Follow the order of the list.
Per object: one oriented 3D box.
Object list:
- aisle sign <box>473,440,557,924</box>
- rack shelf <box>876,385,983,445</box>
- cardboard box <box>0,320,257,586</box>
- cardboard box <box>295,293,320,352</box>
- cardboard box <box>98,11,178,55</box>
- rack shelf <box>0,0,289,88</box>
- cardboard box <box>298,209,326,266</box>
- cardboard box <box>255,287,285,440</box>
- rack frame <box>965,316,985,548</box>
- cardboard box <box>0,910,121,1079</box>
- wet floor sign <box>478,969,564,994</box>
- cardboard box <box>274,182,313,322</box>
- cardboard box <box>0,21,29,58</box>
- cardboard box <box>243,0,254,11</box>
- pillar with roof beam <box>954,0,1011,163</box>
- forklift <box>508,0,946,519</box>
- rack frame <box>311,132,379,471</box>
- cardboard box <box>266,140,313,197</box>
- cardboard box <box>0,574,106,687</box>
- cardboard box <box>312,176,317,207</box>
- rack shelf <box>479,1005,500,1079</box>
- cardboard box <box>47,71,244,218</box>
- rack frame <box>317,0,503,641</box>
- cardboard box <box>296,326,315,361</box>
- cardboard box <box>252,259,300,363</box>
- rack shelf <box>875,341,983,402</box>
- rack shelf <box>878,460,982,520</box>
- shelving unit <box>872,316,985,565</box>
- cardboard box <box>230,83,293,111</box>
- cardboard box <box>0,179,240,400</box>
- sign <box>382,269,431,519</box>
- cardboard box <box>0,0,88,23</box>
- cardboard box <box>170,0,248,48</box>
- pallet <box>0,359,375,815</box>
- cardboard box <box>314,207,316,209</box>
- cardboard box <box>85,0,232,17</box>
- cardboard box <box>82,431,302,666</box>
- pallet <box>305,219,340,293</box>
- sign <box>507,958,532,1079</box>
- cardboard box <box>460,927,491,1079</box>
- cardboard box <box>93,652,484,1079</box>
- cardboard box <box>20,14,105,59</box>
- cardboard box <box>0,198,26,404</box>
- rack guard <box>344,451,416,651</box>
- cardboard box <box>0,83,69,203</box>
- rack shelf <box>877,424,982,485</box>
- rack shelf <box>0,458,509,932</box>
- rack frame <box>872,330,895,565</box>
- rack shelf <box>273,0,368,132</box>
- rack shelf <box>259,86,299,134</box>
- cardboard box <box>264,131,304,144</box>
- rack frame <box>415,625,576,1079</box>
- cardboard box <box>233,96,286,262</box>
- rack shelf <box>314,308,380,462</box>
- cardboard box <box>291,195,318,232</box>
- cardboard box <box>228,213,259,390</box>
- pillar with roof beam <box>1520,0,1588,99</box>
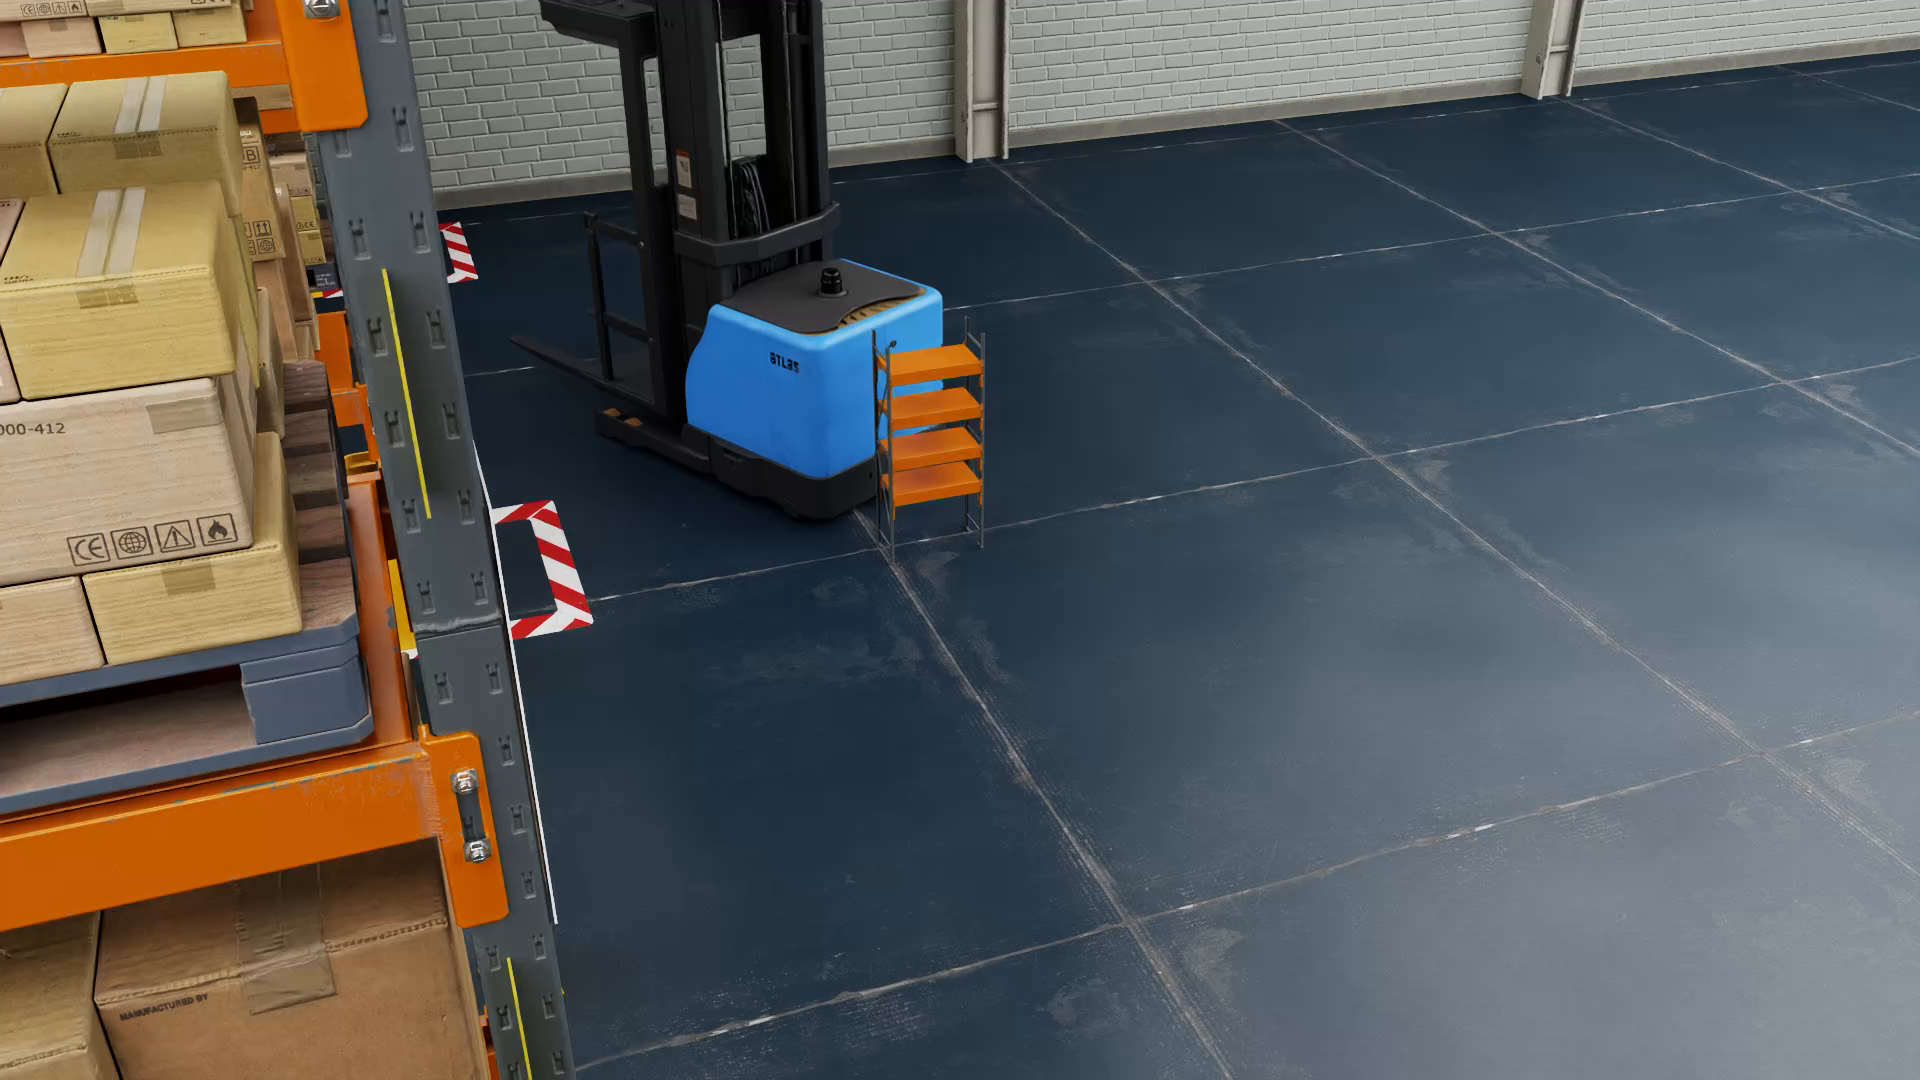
[{"bbox_3d":[-0.741,0.205,2.734,0.004,0.787,0.394,-10,31,-18],"label":"aisle sign"},{"bbox_3d":[-0.155,-0.629,8.325,0.480,0.148,0.258,-10,31,-18],"label":"rack shelf"},{"bbox_3d":[-1.273,-0.171,2.316,0.500,0.250,0.500,-10,31,-17],"label":"cardboard box"},{"bbox_3d":[-3.123,-1.000,7.728,0.250,0.149,0.380,-10,31,-17],"label":"cardboard box"},{"bbox_3d":[-3.191,-2.016,6.482,0.250,0.149,0.380,-10,31,-17],"label":"cardboard box"},{"bbox_3d":[-4.607,-1.717,6.430,4.000,0.370,1.077,-10,31,-18],"label":"rack shelf"},{"bbox_3d":[-4.797,-2.134,11.818,0.500,0.250,0.500,-10,31,-17],"label":"cardboard box"},{"bbox_3d":[-1.345,-0.302,2.948,0.250,0.149,0.380,-10,31,-17],"label":"cardboard box"},{"bbox_3d":[0.074,-0.535,8.477,0.015,1.200,0.240,-10,31,-18],"label":"rack frame"},{"bbox_3d":[-1.756,0.857,2.973,0.550,0.550,0.875,-10,31,-18],"label":"cardboard box"},{"bbox_3d":[-1.575,1.307,5.804,0.232,0.644,0.267,-16,33,-26],"label":"wet floor sign"},{"bbox_3d":[-3.273,-1.291,7.584,0.500,0.500,0.500,-11,31,-18],"label":"cardboard box"},{"bbox_3d":[-3.713,-1.973,6.407,0.250,0.149,0.380,-10,31,-17],"label":"cardboard box"},{"bbox_3d":[-3.157,-2.359,7.084,0.250,0.149,0.380,-10,31,-18],"label":"cardboard box"},{"bbox_3d":[1.691,-5.317,8.991,0.400,9.000,9.100,-10,31,-18],"label":"pillar with roof beam"},{"bbox_3d":[-1.515,-1.990,9.282,3.031,2.935,1.130,24,37,35],"label":"forklift"},{"bbox_3d":[-2.733,-1.071,7.600,0.127,3.000,1.000,-10,31,-18],"label":"rack frame"},{"bbox_3d":[-4.790,-2.572,11.577,0.500,0.250,0.500,-9,31,-16],"label":"cardboard box"},{"bbox_3d":[-1.342,0.045,2.338,0.250,0.149,0.380,-10,31,-17],"label":"cardboard box"},{"bbox_3d":[-4.980,-2.594,12.121,0.500,0.250,0.500,-10,31,-17],"label":"cardboard box"},{"bbox_3d":[-2.786,1.866,3.172,4.000,0.370,1.077,-10,31,-18],"label":"rack shelf"},{"bbox_3d":[-1.336,-0.649,2.751,0.250,0.149,0.380,-10,31,-17],"label":"cardboard box"},{"bbox_3d":[-0.912,-1.399,2.115,0.127,3.000,1.000,-10,31,-18],"label":"rack frame"},{"bbox_3d":[-3.008,-0.798,7.375,0.250,0.149,0.380,-9,31,-16],"label":"cardboard box"},{"bbox_3d":[-3.145,-1.023,7.113,0.500,0.500,0.500,-11,31,-19],"label":"cardboard box"},{"bbox_3d":[-0.155,-0.834,8.208,0.480,0.148,0.258,-10,31,-18],"label":"rack shelf"},{"bbox_3d":[-0.155,-0.262,8.534,0.480,0.148,0.258,-10,31,-18],"label":"rack shelf"},{"bbox_3d":[-0.155,-0.493,8.403,0.503,1.200,0.258,-10,31,-18],"label":"shelving unit"},{"bbox_3d":[-4.837,-3.210,11.254,0.500,0.500,0.500,-11,32,-19],"label":"cardboard box"},{"bbox_3d":[-1.109,-0.343,2.215,0.250,0.149,0.380,-10,31,-17],"label":"cardboard box"},{"bbox_3d":[-0.736,-0.192,2.212,0.005,0.325,0.100,-10,31,-18],"label":"sign"},{"bbox_3d":[-3.595,-2.145,6.306,0.500,0.250,0.500,-11,31,-18],"label":"cardboard box"},{"bbox_3d":[-2.969,-2.074,6.584,0.250,0.149,0.380,-10,31,-17],"label":"cardboard box"},{"bbox_3d":[-1.603,0.076,2.646,1.213,0.211,1.003,-10,31,-18],"label":"pallet"},{"bbox_3d":[-4.995,-2.367,12.228,0.500,0.250,0.500,-10,31,-17],"label":"cardboard box"},{"bbox_3d":[-3.118,-2.225,6.447,0.500,0.250,0.500,-11,31,-18],"label":"cardboard box"},{"bbox_3d":[-1.105,0.002,2.414,0.250,0.149,0.380,-11,31,-18],"label":"cardboard box"},{"bbox_3d":[-5.169,-2.011,12.066,1.213,0.211,1.003,-10,31,-18],"label":"pallet"},{"bbox_3d":[-0.736,0.856,2.809,0.005,0.325,0.100,-10,31,-18],"label":"sign"},{"bbox_3d":[-1.244,1.228,3.413,0.550,0.550,0.875,-10,31,-18],"label":"cardboard box"},{"bbox_3d":[-1.273,0.720,3.215,0.550,0.550,0.875,-10,31,-18],"label":"cardboard box"},{"bbox_3d":[-3.452,-1.986,6.429,0.250,0.149,0.380,-9,31,-16],"label":"cardboard box"},{"bbox_3d":[-1.344,-0.301,2.141,0.250,0.149,0.380,-10,31,-17],"label":"cardboard box"},{"bbox_3d":[-2.804,0.028,8.196,0.348,0.500,1.175,-10,31,-18],"label":"rack guard"},{"bbox_3d":[-1.571,-0.606,2.676,0.250,0.149,0.380,-10,31,-17],"label":"cardboard box"},{"bbox_3d":[-0.155,-0.434,8.436,0.480,0.148,0.258,-10,31,-18],"label":"rack shelf"},{"bbox_3d":[-2.786,0.562,2.429,4.000,0.370,1.077,-10,31,-18],"label":"rack shelf"},{"bbox_3d":[-0.384,-0.451,8.329,0.015,1.200,0.240,-10,31,-18],"label":"rack frame"},{"bbox_3d":[-2.786,-0.567,1.786,4.000,0.370,1.077,-10,31,-18],"label":"rack shelf"},{"bbox_3d":[-6.341,-2.716,11.213,4.000,0.370,1.077,-10,31,-18],"label":"rack shelf"},{"bbox_3d":[-4.983,-2.801,11.979,0.500,0.250,0.500,-11,31,-18],"label":"cardboard box"},{"bbox_3d":[-0.912,1.208,3.600,0.127,3.000,1.000,-10,31,-18],"label":"rack frame"},{"bbox_3d":[-3.135,-1.489,6.922,0.500,0.500,0.700,-11,32,-19],"label":"cardboard box"},{"bbox_3d":[-4.607,-0.414,7.172,4.000,0.370,1.077,-10,31,-18],"label":"rack shelf"},{"bbox_3d":[-4.814,-2.350,11.692,0.500,0.250,0.500,-11,31,-18],"label":"cardboard box"},{"bbox_3d":[-1.454,-0.421,2.755,0.500,0.250,0.500,-11,31,-18],"label":"cardboard box"},{"bbox_3d":[7.314,-6.352,10.809,0.400,9.000,9.100,-10,31,-18],"label":"pillar with roof beam"}]
